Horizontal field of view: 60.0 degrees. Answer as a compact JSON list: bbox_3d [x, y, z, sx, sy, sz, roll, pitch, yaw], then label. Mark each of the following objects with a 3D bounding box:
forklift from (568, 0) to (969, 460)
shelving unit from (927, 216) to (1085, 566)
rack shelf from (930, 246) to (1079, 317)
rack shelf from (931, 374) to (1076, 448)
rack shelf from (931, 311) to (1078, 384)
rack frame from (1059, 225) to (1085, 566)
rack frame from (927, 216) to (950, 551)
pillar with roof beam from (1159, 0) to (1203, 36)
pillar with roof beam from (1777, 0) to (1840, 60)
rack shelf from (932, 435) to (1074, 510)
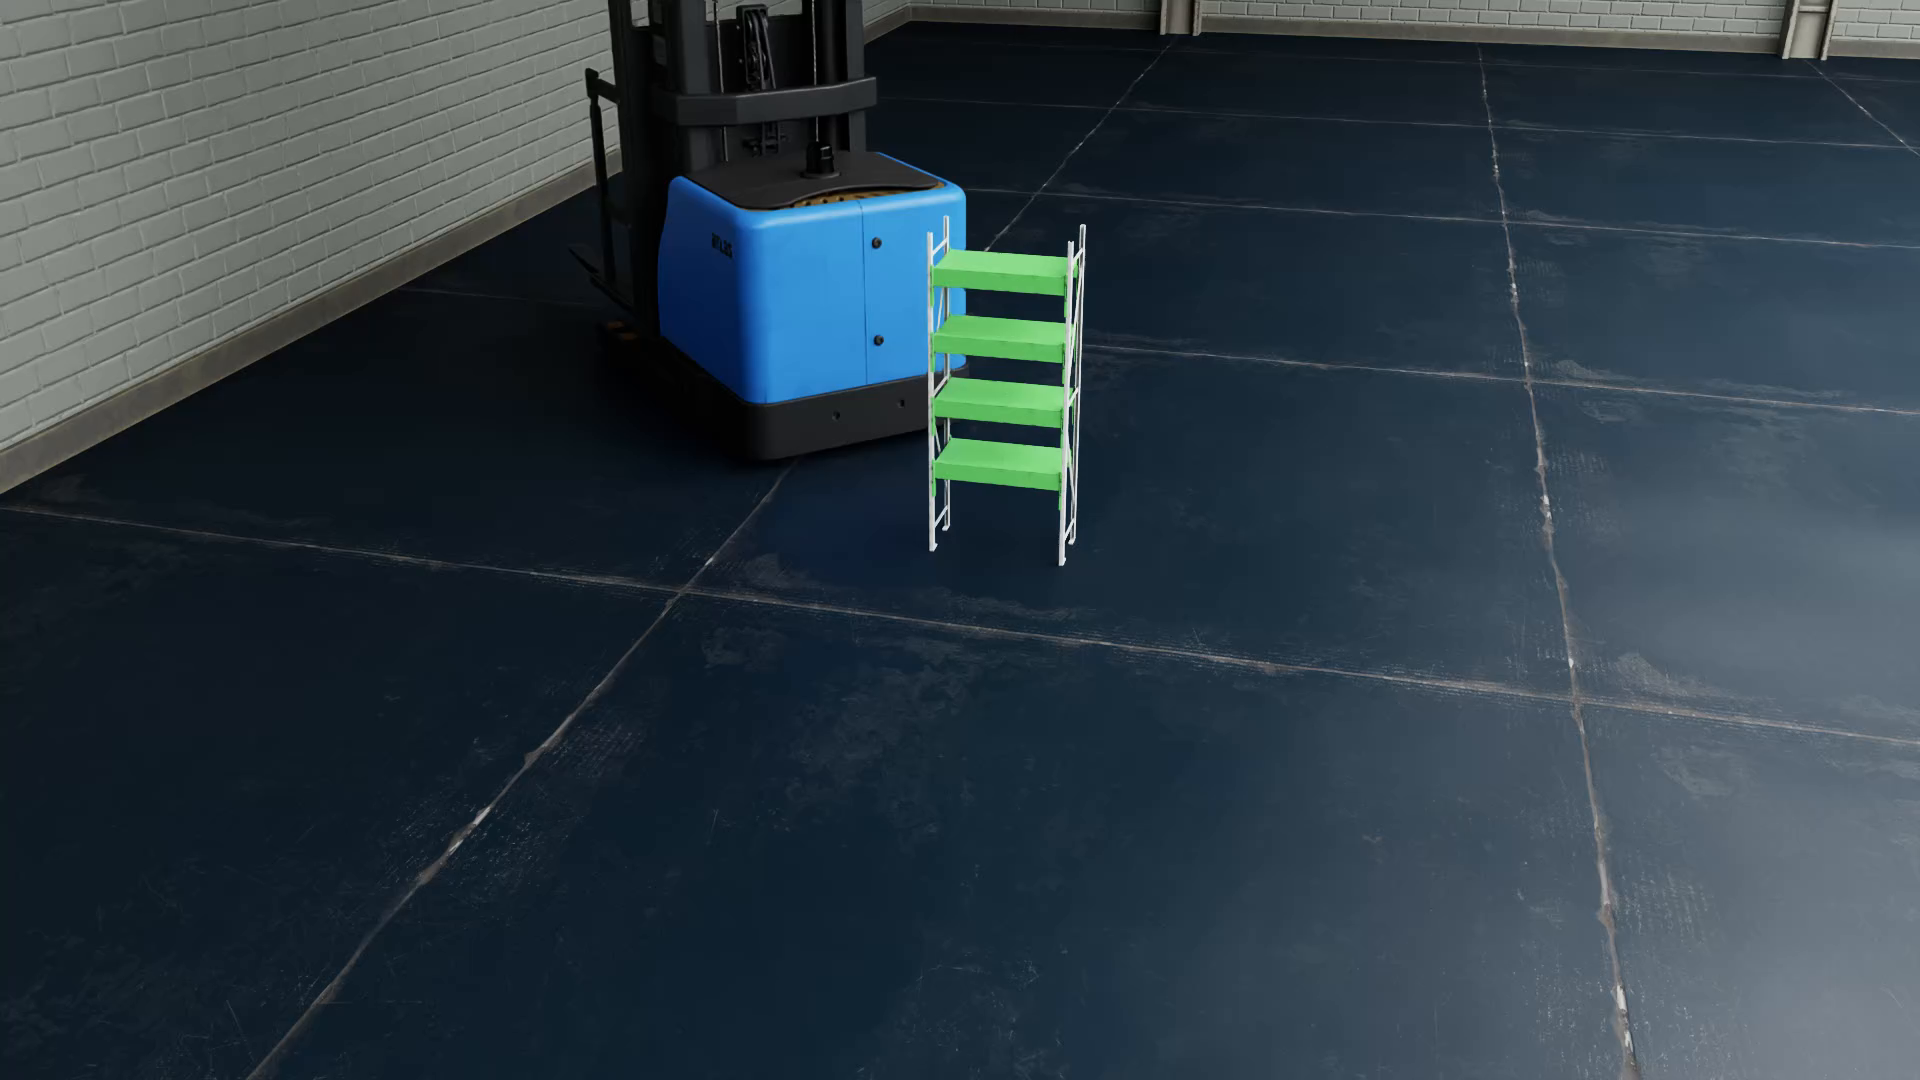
[{"bbox_3d":[-1.119,-2.243,7.551,1.130,2.935,3.031,-14,29,-26],"label":"forklift"},{"bbox_3d":[0.160,-0.524,5.955,0.503,1.200,0.258,6,26,13],"label":"shelving unit"},{"bbox_3d":[0.160,-0.900,5.776,0.480,0.148,0.258,6,26,13],"label":"rack shelf"},{"bbox_3d":[0.160,-0.466,5.982,0.480,0.148,0.258,6,26,13],"label":"rack shelf"},{"bbox_3d":[0.160,-0.683,5.879,0.480,0.148,0.258,6,26,13],"label":"rack shelf"},{"bbox_3d":[0.397,-0.498,5.900,0.015,1.200,0.240,6,26,13],"label":"rack frame"},{"bbox_3d":[-0.076,-0.550,6.010,0.015,1.200,0.240,6,26,13],"label":"rack frame"},{"bbox_3d":[1.233,-7.577,11.697,0.400,9.000,9.100,6,26,13],"label":"pillar with roof beam"},{"bbox_3d":[7.044,-6.935,10.348,0.400,9.000,9.100,6,26,13],"label":"pillar with roof beam"},{"bbox_3d":[0.160,-0.250,6.085,0.480,0.148,0.258,6,26,13],"label":"rack shelf"}]
